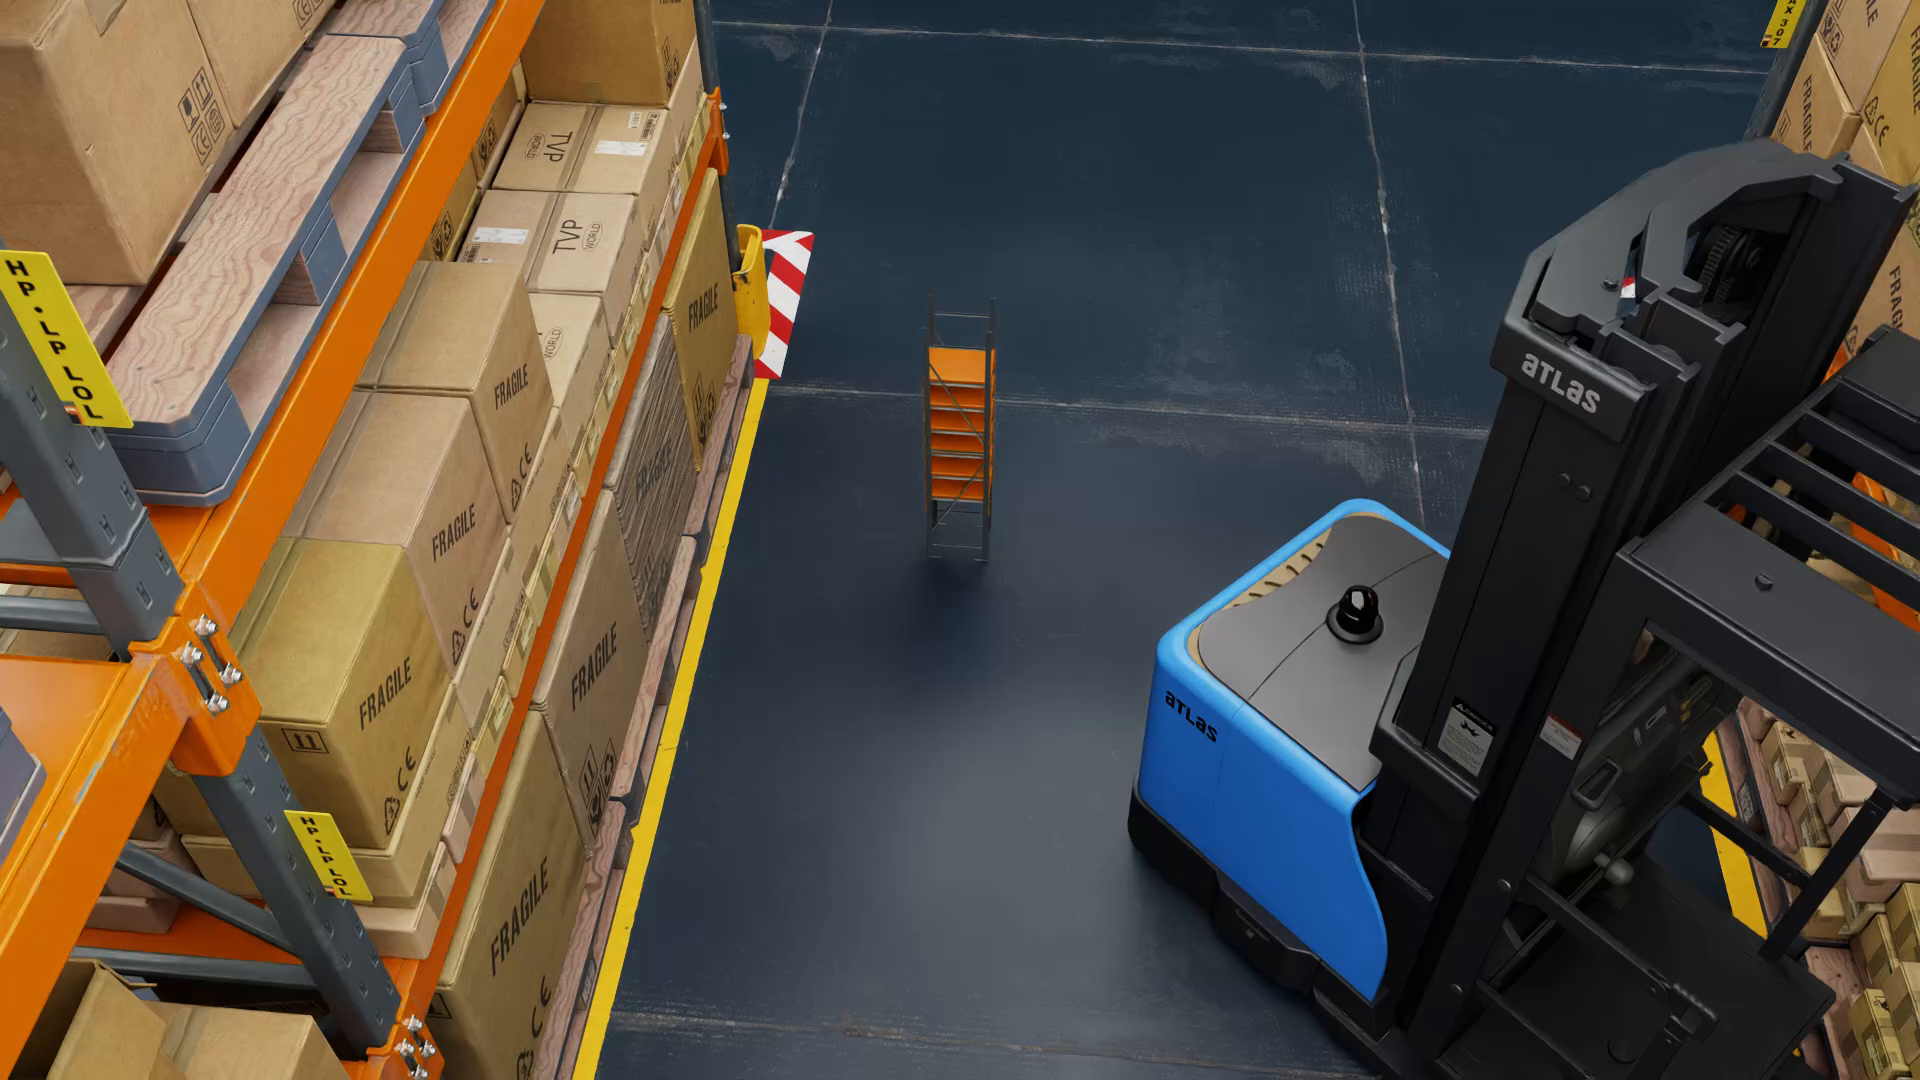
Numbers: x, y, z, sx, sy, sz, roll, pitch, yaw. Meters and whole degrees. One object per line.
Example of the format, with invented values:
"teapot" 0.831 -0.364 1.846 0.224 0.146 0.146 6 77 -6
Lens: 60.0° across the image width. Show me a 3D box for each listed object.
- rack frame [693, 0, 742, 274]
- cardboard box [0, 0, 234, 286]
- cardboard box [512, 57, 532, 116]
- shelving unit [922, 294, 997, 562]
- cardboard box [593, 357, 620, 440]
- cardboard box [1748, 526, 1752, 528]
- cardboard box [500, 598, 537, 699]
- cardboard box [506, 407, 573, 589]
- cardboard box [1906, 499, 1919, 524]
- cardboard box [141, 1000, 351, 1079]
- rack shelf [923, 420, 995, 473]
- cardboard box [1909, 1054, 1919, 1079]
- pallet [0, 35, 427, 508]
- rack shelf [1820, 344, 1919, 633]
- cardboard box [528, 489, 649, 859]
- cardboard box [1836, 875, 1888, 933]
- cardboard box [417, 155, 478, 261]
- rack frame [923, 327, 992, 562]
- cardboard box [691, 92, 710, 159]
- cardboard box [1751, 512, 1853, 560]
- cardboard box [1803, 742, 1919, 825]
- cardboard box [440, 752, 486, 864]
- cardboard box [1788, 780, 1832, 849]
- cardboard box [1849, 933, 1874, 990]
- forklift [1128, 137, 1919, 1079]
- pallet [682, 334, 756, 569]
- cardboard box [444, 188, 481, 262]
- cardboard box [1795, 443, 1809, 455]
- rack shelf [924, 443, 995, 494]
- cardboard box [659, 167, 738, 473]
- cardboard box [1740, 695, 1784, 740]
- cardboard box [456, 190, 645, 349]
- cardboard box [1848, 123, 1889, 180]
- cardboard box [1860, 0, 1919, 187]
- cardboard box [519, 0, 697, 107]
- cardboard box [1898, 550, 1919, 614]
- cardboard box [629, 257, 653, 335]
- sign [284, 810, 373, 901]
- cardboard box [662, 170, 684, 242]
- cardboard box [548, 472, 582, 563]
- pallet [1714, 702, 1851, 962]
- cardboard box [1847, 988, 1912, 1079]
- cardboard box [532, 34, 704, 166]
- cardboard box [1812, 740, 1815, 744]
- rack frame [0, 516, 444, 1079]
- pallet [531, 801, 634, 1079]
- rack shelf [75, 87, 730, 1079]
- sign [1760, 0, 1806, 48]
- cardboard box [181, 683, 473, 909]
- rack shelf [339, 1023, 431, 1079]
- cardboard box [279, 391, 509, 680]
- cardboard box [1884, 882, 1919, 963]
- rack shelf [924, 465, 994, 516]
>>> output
"rack frame" -1.466 -1.958 6.508 1.000 3.000 0.127 4 48 4
"cardboard box" -1.819 -0.819 3.014 0.700 0.500 0.500 1 48 1
"cardboard box" -1.779 -1.673 6.147 0.500 0.250 0.500 3 48 2
"shelving unit" -0.001 -0.394 6.298 0.258 1.200 0.189 4 48 4
"cardboard box" -1.310 -0.466 5.314 0.380 0.149 0.250 5 48 4
"cardboard box" 3.145 -0.079 6.235 0.380 0.149 0.250 4 48 4
"cardboard box" -1.403 0.291 4.621 0.380 0.149 0.250 3 48 2
"cardboard box" -1.435 -0.142 4.747 0.500 0.250 0.500 5 48 4
"cardboard box" 3.027 -0.244 4.671 0.500 0.500 0.500 3 48 3
"cardboard box" -1.601 1.310 3.451 0.500 0.500 0.500 4 48 4
"rack shelf" -0.001 -0.364 6.330 0.258 0.103 0.180 4 48 4
"cardboard box" 2.856 1.540 4.553 0.380 0.149 0.250 4 48 4
"pallet" -1.746 -0.601 3.295 1.003 0.211 1.213 4 48 4
"rack shelf" 3.282 0.162 5.056 1.077 0.370 4.000 4 48 4
"cardboard box" -1.609 0.416 5.492 0.875 0.875 0.875 4 48 4
"cardboard box" 2.955 1.092 5.164 0.380 0.149 0.250 5 48 4
"cardboard box" -1.866 -1.178 5.186 0.500 0.500 0.500 3 48 2
"rack frame" -0.010 -0.327 6.236 0.240 1.200 0.006 4 48 4
"cardboard box" -1.171 -1.589 6.341 0.380 0.149 0.250 5 48 4
"cardboard box" 3.082 0.007 5.955 0.380 0.149 0.250 2 48 2
"cardboard box" 2.918 0.767 5.260 0.380 0.149 0.250 2 48 2
"cardboard box" -1.449 0.678 4.267 0.380 0.149 0.250 2 48 2
"cardboard box" 2.981 0.951 5.495 0.380 0.149 0.250 5 48 4
"cardboard box" 3.008 1.329 5.149 0.380 0.149 0.250 3 48 3
"forklift" 1.931 0.624 4.193 1.130 2.935 3.031 -33 56 -27
"pallet" -1.461 -0.424 6.995 1.003 0.211 1.213 4 48 4
"cardboard box" -1.869 -0.922 5.460 0.500 0.250 0.500 2 48 2
"cardboard box" 3.173 -0.357 6.288 0.380 0.149 0.250 5 48 4
"rack shelf" -0.001 -0.283 6.419 0.258 0.103 0.180 4 48 4
"cardboard box" -1.445 -0.907 6.702 0.875 0.875 0.875 4 48 4
"cardboard box" 2.969 0.566 5.847 0.380 0.149 0.250 2 48 2
"cardboard box" -1.339 -0.887 5.428 0.500 0.250 0.500 2 48 2
"cardboard box" 3.125 -0.978 5.342 0.500 0.500 0.500 4 48 4
"cardboard box" 3.119 -1.338 4.994 0.500 0.500 0.500 5 48 5
"cardboard box" -1.249 -1.885 5.833 0.500 0.500 0.500 4 48 4
"cardboard box" 2.963 0.095 4.801 0.380 0.149 0.250 5 48 4
"cardboard box" -1.262 -0.839 5.654 0.380 0.149 0.250 3 48 3
"sign" -1.289 0.647 3.395 0.100 0.325 0.005 4 48 4
"cardboard box" -1.217 -1.213 5.997 0.380 0.149 0.250 4 48 4
"cardboard box" -1.355 -0.081 4.962 0.380 0.149 0.250 4 48 4
"pallet" 3.234 0.936 5.751 1.003 0.211 1.213 4 48 4
"cardboard box" 2.831 1.459 4.829 0.380 0.149 0.250 2 48 2
"cardboard box" -1.246 -1.634 6.111 0.500 0.250 0.500 3 48 3
"cardboard box" 3.066 0.704 5.519 0.380 0.149 0.250 6 48 5
"rack frame" -1.831 0.982 3.819 1.000 3.000 0.127 4 48 4
"pallet" -1.683 1.369 5.355 1.003 0.211 1.213 4 48 4
"rack shelf" -1.648 -0.245 5.429 1.077 0.370 4.000 4 48 4
"sign" 2.924 -1.879 5.849 0.100 0.325 0.005 4 48 4
"cardboard box" -1.527 0.604 4.065 0.500 0.250 0.500 3 48 3
"rack shelf" -2.013 2.694 2.741 1.077 0.370 4.000 4 48 4
"cardboard box" -1.480 -0.017 4.125 0.500 0.500 0.500 4 48 4
"cardboard box" 2.973 1.171 4.891 0.380 0.149 0.250 5 48 5
"rack shelf" -0.001 -0.202 6.507 0.258 0.103 0.180 4 48 4
